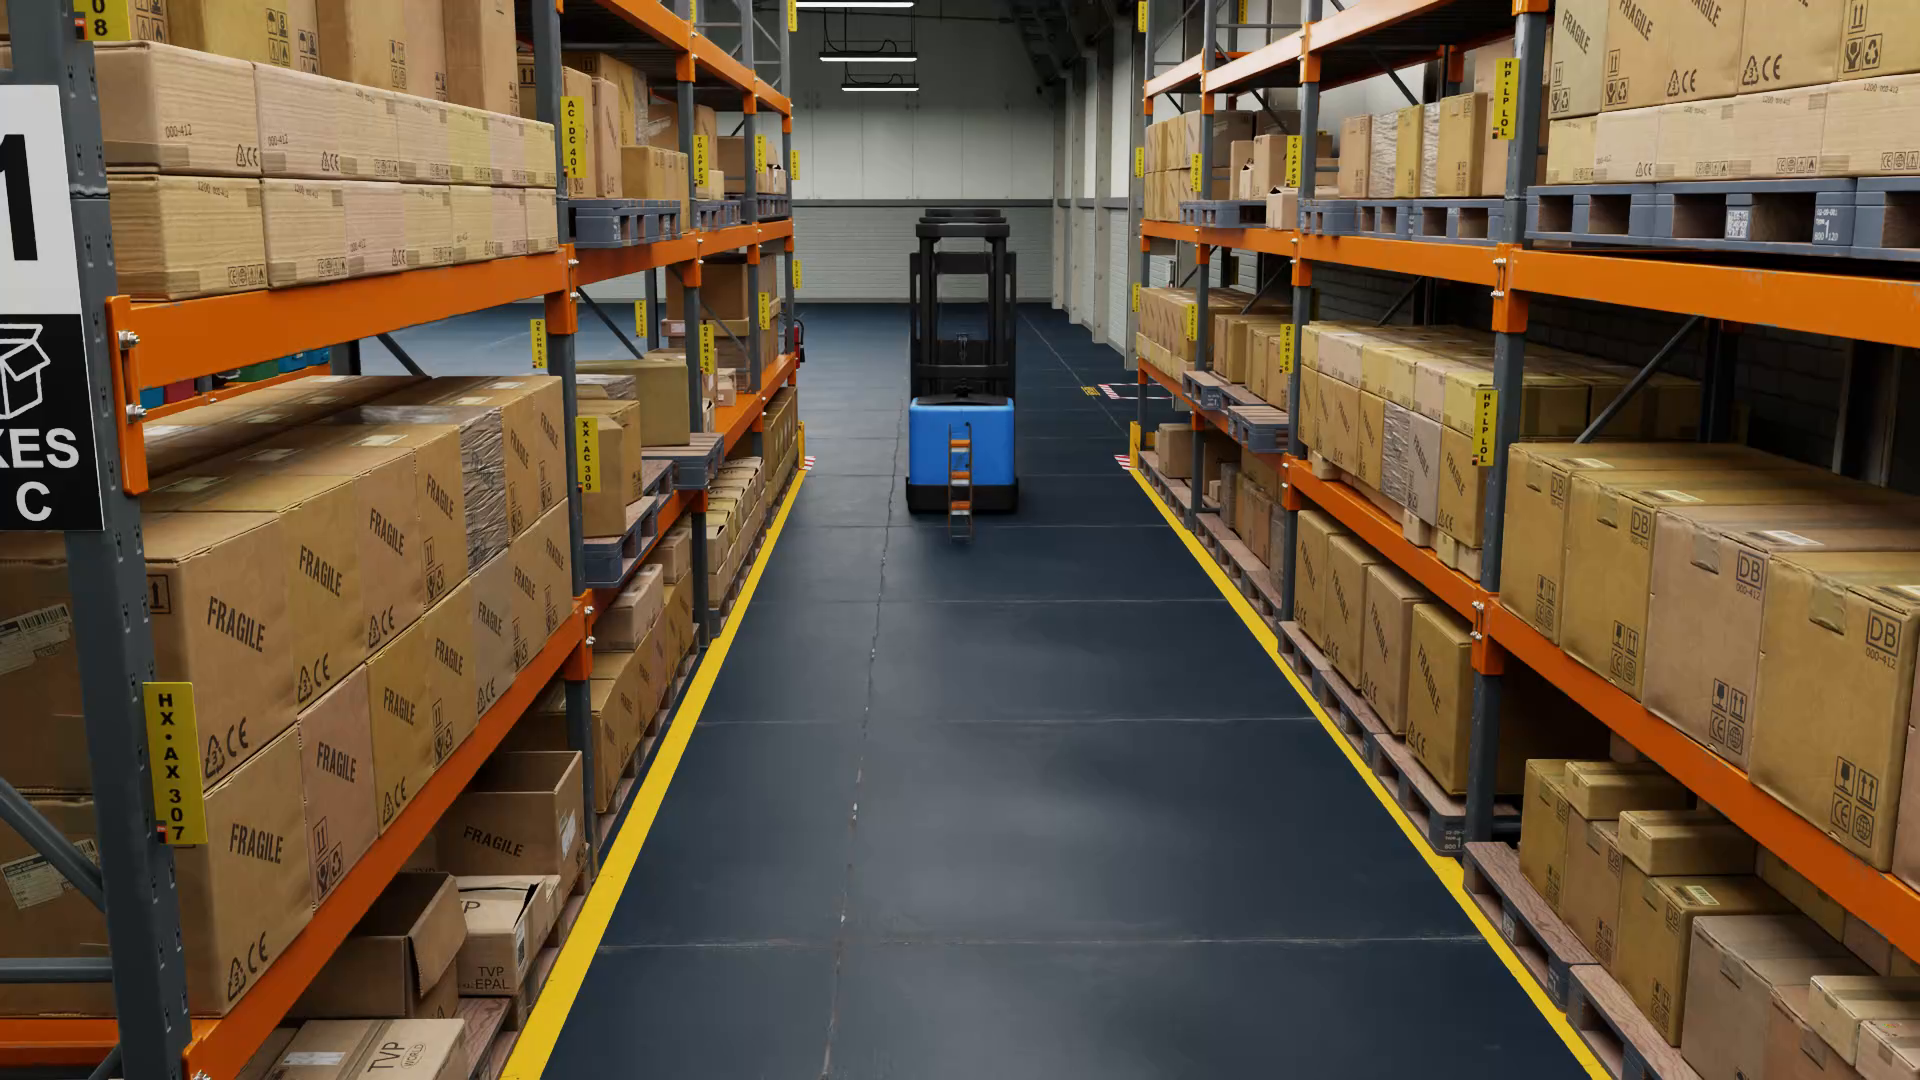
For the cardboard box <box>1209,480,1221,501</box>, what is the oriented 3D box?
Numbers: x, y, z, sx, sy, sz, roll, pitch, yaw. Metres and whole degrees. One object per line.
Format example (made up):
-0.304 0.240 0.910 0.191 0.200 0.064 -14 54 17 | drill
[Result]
2.604 -0.481 15.905 0.380 0.166 0.250 -2 12 -9 | cardboard box

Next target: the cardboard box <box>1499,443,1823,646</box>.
2.805 0.003 6.744 0.980 0.700 0.700 0 11 0 | cardboard box

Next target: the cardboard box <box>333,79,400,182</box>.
-1.830 -1.085 4.437 0.500 0.250 0.500 0 11 -1 | cardboard box

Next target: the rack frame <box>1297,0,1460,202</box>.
2.728 -3.693 10.628 1.000 3.000 0.127 0 11 -1 | rack frame

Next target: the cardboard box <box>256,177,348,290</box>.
-1.813 -0.740 3.997 0.500 0.250 0.500 0 11 -1 | cardboard box

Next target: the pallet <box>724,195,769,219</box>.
-2.351 -3.123 15.586 1.003 0.211 1.213 0 11 -1 | pallet

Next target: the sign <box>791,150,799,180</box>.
-1.847 -4.186 18.578 0.100 0.325 0.005 0 11 -1 | sign

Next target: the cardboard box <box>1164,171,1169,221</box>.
2.342 -3.488 16.860 0.500 0.500 0.500 0 11 2 | cardboard box

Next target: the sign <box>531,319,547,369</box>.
-2.780 -1.296 10.991 0.100 0.325 0.005 0 11 -1 | sign

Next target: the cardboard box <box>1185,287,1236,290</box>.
2.785 -2.554 18.544 0.500 0.500 0.500 0 11 -2 | cardboard box

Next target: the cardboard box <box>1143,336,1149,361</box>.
2.280 -2.078 18.083 0.500 0.250 0.500 -1 11 -3 | cardboard box

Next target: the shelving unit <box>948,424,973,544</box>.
0.001 -0.504 14.902 0.215 1.050 0.252 0 11 -1 | shelving unit

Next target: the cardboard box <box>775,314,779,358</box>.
-2.393 -2.278 18.492 0.700 0.500 0.500 0 11 -1 | cardboard box

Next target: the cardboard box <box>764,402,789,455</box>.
-2.037 -1.144 17.127 0.500 0.500 0.500 0 11 -1 | cardboard box

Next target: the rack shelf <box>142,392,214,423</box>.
-7.219 -0.757 13.055 1.077 0.370 4.000 0 11 -1 | rack shelf

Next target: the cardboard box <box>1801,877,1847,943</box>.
2.953 1.172 5.336 0.380 0.149 0.250 0 11 -1 | cardboard box

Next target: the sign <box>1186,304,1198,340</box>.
2.103 -1.968 15.039 0.100 0.325 0.005 0 11 -1 | sign

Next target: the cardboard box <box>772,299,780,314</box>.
-2.185 -2.561 18.258 0.380 0.149 0.250 0 11 0 | cardboard box

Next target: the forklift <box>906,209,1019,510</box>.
0.035 -1.963 17.362 1.130 2.935 3.031 0 11 1 | forklift

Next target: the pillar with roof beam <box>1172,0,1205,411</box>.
-0.986 -6.322 23.590 9.100 9.000 0.400 0 11 -1 | pillar with roof beam

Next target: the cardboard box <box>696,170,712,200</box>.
-2.290 -2.897 13.573 0.500 0.250 0.500 -1 12 -7 | cardboard box

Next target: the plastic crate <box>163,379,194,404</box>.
-6.944 -1.443 14.469 0.402 0.464 0.583 0 11 -1 | plastic crate

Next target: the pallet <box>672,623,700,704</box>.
-2.247 0.784 10.666 1.003 0.211 1.213 0 11 -1 | pallet

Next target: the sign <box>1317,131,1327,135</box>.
3.200 -3.467 14.770 0.100 0.325 0.005 0 11 -1 | sign

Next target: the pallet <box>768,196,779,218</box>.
-2.373 -3.365 16.778 1.003 0.211 1.213 0 11 -1 | pallet

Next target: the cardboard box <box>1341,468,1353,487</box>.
2.549 -0.420 10.167 0.380 0.149 0.250 0 11 -2 | cardboard box

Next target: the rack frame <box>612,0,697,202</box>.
-2.225 -3.672 10.524 1.000 3.000 0.127 0 11 -1 | rack frame

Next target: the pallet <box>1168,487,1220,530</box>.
2.596 -0.315 16.078 1.003 0.211 1.213 0 11 -1 | pallet

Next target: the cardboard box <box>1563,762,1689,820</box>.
2.548 0.962 6.373 0.380 0.149 0.250 0 11 1 | cardboard box

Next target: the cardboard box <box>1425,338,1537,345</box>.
3.011 -1.031 9.659 0.500 0.250 0.500 -1 11 -3 | cardboard box

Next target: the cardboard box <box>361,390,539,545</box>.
-1.860 -0.274 6.100 0.500 0.500 0.500 0 11 -2 | cardboard box

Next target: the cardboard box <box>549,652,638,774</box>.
-1.931 0.870 8.407 0.500 0.500 0.500 0 11 0 | cardboard box

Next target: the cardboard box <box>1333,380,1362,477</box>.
2.493 -0.657 9.702 0.500 0.500 0.500 0 11 -1 | cardboard box

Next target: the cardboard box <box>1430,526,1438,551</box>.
2.531 -0.012 8.155 0.380 0.149 0.250 0 11 1 | cardboard box

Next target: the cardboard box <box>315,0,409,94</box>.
-2.046 -1.551 4.849 0.700 0.500 0.500 0 11 -1 | cardboard box

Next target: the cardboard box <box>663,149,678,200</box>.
-2.172 -2.063 9.886 0.910 0.500 0.500 0 11 -1 | cardboard box

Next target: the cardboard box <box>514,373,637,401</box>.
-2.271 -0.679 9.554 0.700 0.500 0.500 2 12 10 | cardboard box

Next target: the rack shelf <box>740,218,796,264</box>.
-2.349 -3.042 16.773 1.077 0.370 4.000 0 11 -1 | rack shelf

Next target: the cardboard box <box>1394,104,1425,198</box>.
2.857 -2.176 9.338 0.700 0.500 0.500 0 11 2 | cardboard box

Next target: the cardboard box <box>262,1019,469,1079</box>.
-1.808 1.683 5.030 0.500 0.250 0.500 0 11 -1 | cardboard box

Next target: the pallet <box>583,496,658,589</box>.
-2.050 -0.002 8.006 1.003 0.211 1.213 0 11 -1 | pallet

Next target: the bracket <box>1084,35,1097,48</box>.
2.723 -10.406 34.663 0.235 0.232 0.430 0 11 -1 | bracket

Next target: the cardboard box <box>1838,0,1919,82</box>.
2.606 -1.425 4.179 0.500 0.500 0.500 0 11 1 | cardboard box

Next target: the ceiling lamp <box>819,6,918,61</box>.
-1.870 -11.372 33.800 2.000 3.185 0.800 0 11 -1 | ceiling lamp

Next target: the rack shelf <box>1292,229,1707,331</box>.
2.769 -1.473 9.038 1.077 0.370 4.000 0 11 -1 | rack shelf

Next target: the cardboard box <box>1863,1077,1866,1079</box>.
2.779 1.718 4.277 0.700 0.500 0.500 0 11 -1 | cardboard box

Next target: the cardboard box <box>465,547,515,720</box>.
-1.850 0.317 5.698 0.500 0.500 0.500 0 11 0 | cardboard box

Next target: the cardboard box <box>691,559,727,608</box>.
-1.942 0.305 11.871 0.500 0.250 0.500 0 11 -1 | cardboard box

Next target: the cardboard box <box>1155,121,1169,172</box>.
2.309 -4.082 17.277 0.500 0.500 0.500 0 11 0 | cardboard box

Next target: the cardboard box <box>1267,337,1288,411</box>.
2.669 -1.222 12.178 0.700 0.500 0.500 -1 12 -7 | cardboard box

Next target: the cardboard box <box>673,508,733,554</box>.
-1.961 -0.074 12.330 0.500 0.311 0.500 -1 11 -3 | cardboard box

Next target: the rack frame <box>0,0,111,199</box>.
-2.059 -2.081 2.685 1.000 3.000 0.127 0 11 -1 | rack frame

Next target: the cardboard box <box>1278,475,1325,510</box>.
2.712 -0.367 12.619 0.500 0.250 0.500 0 11 0 | cardboard box

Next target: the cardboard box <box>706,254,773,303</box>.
-2.376 -2.799 17.796 0.700 0.500 0.500 -1 11 -3 | cardboard box

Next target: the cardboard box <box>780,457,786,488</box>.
-2.024 -0.677 16.712 0.500 0.250 0.500 0 11 -1 | cardboard box

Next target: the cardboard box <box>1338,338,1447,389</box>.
2.505 -1.027 9.642 0.500 0.250 0.500 0 11 -1 | cardboard box
